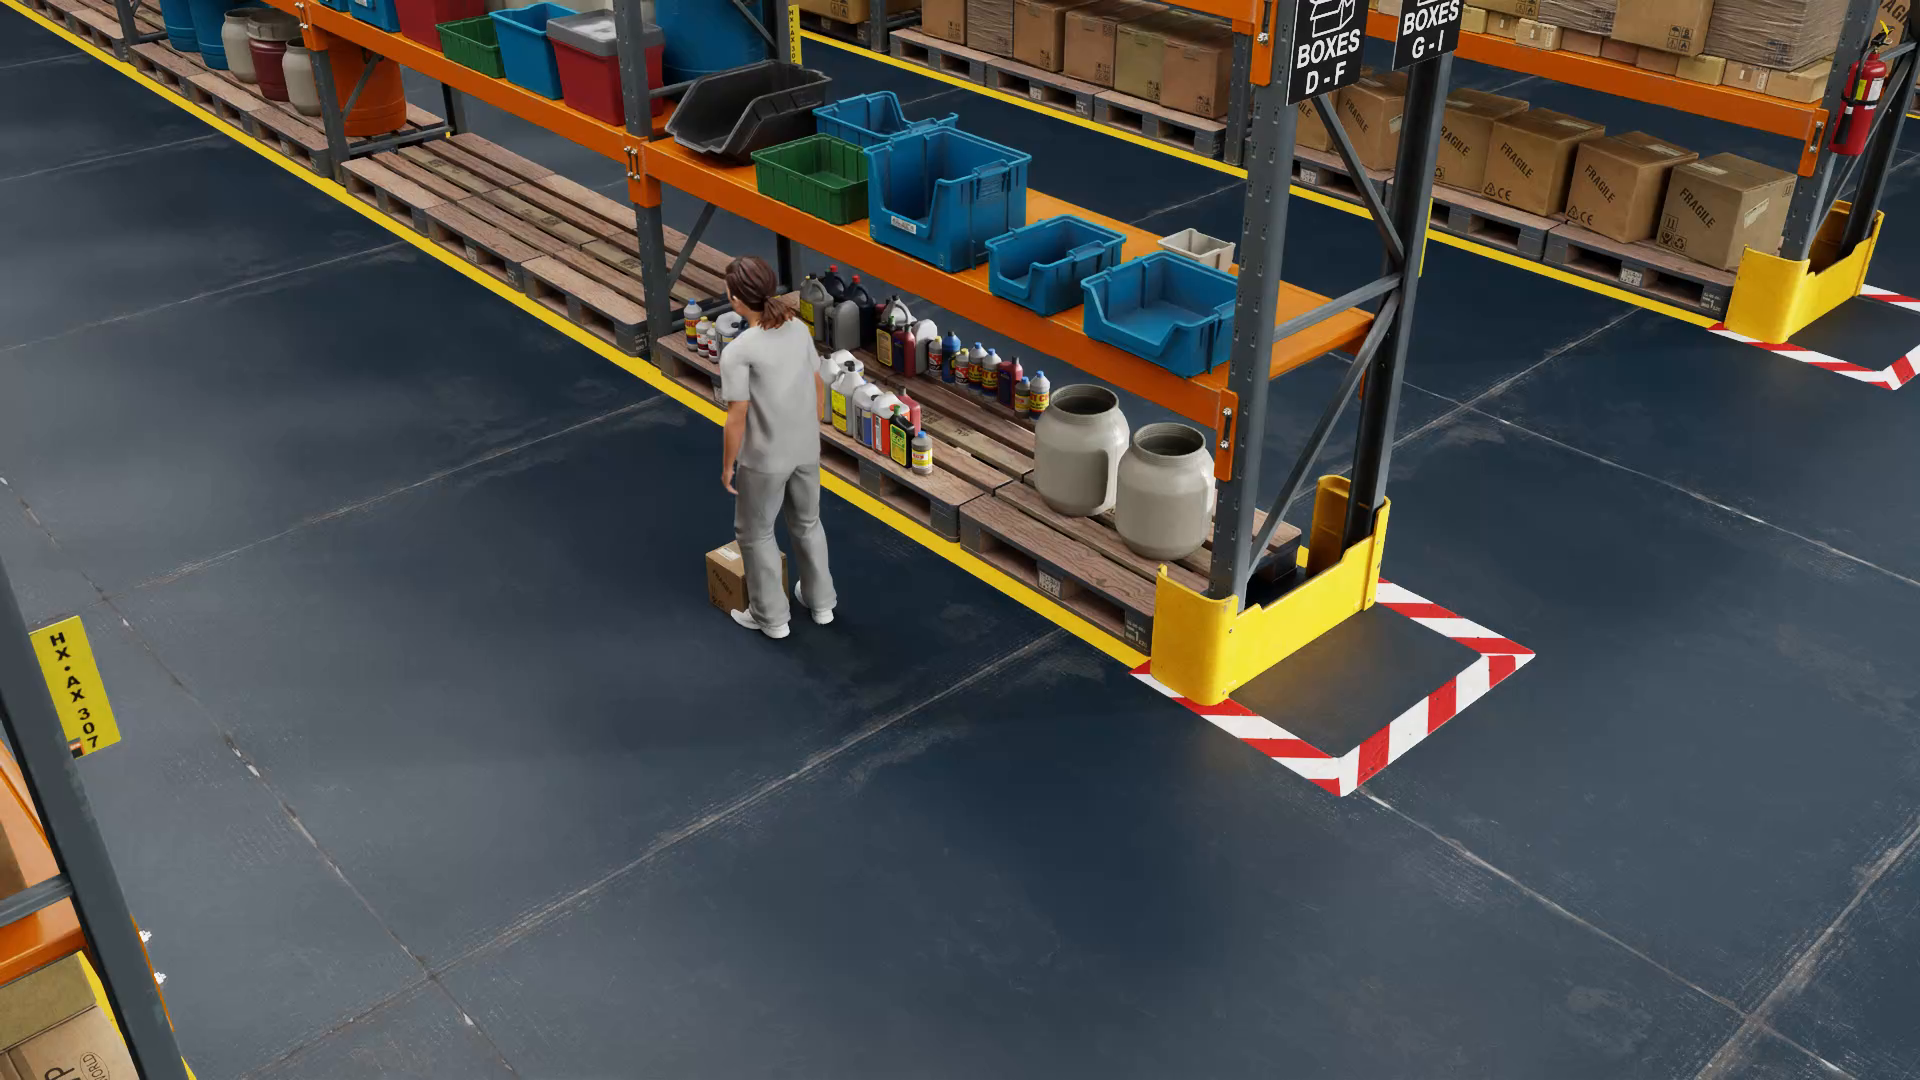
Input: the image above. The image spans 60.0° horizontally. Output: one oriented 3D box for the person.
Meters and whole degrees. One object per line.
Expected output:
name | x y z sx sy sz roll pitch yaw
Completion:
person | -0.764 -0.356 6.709 0.492 1.673 0.401 -26 40 -36
